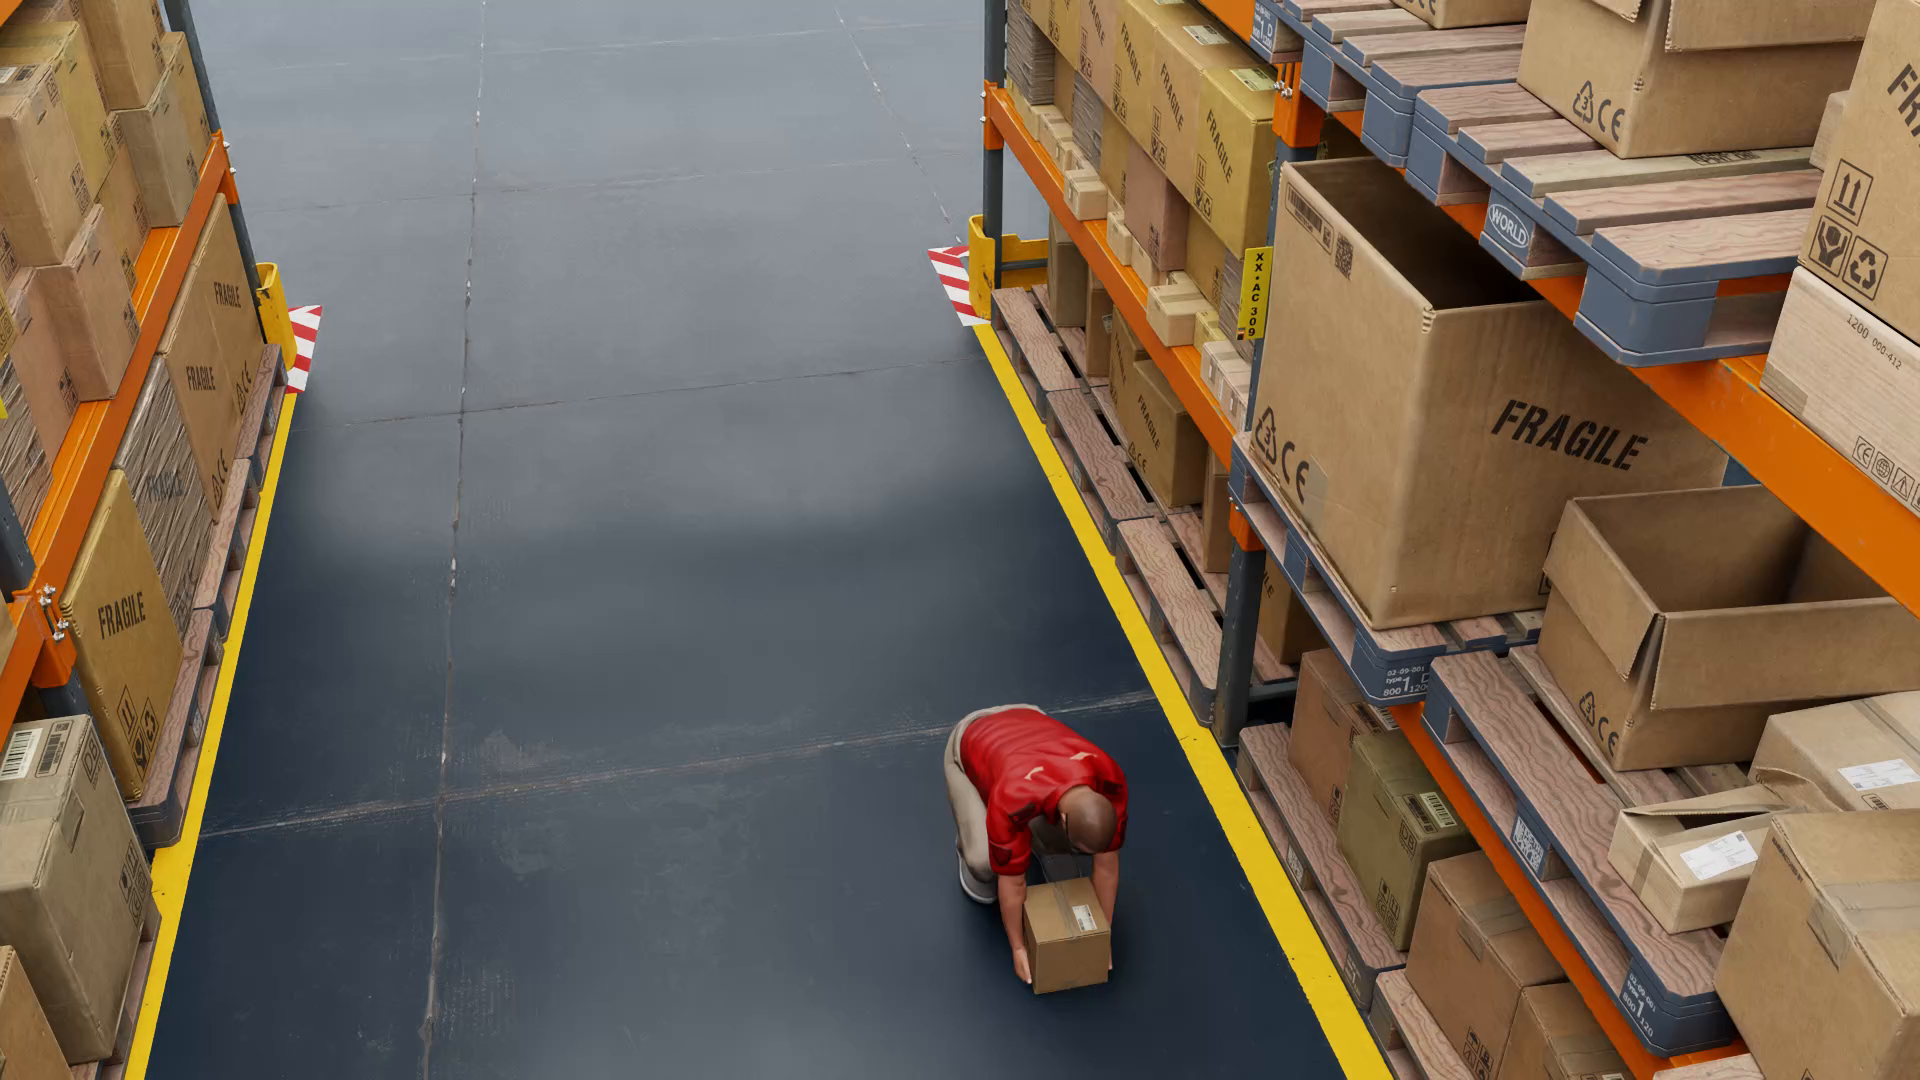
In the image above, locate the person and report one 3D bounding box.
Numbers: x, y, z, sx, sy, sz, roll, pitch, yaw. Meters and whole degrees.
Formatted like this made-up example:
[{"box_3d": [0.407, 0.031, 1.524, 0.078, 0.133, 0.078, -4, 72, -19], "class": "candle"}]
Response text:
[{"box_3d": [0.253, 0.965, 5.647, 0.533, 0.843, 0.904, -10, 35, -14], "class": "person"}]
